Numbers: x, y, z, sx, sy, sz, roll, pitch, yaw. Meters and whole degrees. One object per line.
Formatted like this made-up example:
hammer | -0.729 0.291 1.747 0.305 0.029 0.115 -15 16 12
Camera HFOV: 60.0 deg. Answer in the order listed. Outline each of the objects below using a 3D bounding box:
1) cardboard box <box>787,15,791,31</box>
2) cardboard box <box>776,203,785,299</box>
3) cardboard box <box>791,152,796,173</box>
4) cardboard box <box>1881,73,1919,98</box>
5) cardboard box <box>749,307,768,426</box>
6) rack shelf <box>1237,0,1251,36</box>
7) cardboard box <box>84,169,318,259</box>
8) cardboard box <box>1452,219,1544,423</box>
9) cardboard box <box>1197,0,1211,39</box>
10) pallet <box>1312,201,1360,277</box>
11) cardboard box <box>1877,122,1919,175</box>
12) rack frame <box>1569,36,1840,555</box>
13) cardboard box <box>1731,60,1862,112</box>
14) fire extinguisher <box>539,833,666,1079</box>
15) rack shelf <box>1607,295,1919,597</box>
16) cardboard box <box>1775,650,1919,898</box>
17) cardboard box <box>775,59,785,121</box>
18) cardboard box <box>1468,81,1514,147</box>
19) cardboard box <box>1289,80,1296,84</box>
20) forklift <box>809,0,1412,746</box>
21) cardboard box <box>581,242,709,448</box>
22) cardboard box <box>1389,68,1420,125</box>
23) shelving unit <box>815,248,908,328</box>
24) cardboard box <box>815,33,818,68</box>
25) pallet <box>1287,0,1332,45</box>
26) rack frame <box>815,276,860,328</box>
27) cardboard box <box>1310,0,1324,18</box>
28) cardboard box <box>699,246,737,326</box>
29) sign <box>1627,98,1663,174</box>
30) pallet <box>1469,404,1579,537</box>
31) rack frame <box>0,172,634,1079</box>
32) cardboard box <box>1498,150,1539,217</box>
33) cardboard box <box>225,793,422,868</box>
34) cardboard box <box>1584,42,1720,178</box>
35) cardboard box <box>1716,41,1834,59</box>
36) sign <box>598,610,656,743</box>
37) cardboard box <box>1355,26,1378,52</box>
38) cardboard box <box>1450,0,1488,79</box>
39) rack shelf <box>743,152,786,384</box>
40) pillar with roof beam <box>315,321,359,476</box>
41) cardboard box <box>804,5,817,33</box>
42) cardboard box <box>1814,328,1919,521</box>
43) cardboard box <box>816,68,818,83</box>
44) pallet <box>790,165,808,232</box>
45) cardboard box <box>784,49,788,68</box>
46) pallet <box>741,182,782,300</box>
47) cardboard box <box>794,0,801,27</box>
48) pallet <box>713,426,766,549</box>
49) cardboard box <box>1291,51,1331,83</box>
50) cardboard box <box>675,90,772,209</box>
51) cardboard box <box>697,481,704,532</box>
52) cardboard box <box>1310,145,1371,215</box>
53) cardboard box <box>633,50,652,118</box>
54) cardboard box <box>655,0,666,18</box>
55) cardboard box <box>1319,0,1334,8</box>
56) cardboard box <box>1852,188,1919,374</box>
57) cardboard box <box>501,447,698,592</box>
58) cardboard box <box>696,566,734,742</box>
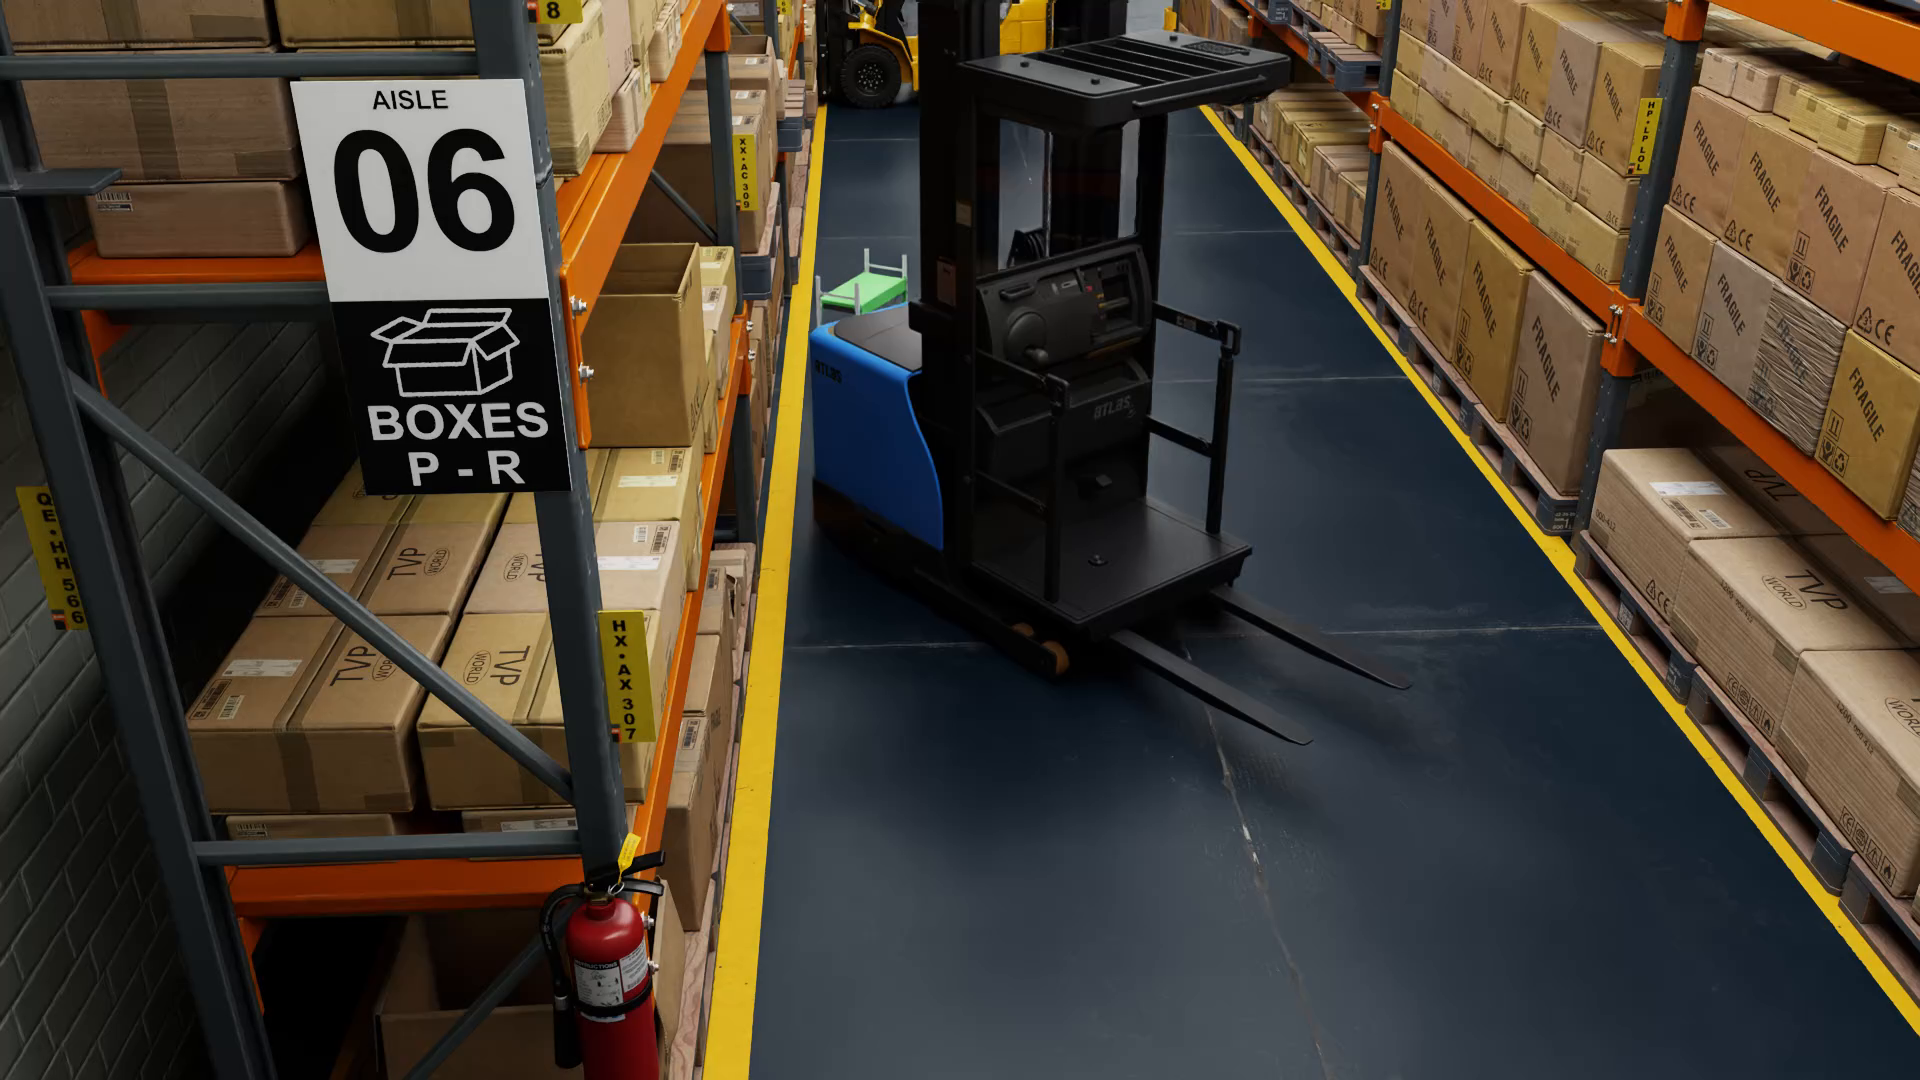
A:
cardboard box | -1.478 -3.845 12.001 0.500 0.250 0.500 -2 28 -4
cardboard box | -1.428 -1.894 10.887 0.500 0.500 0.500 -1 28 -1
cardboard box | -1.802 -3.387 13.615 0.875 0.625 0.625 -2 28 -3
cardboard box | 3.743 -1.681 6.339 0.380 0.149 0.250 -1 28 -3
cardboard box | -1.316 -0.942 9.061 0.500 0.500 0.500 -2 28 -4
rack shelf | 2.979 -5.580 16.482 1.077 0.370 4.000 -1 28 -3
cardboard box | -1.495 -0.672 3.324 0.380 0.149 0.250 -1 28 -1
cardboard box | 3.334 -1.226 9.200 0.875 0.875 0.875 -1 28 -1
cardboard box | 2.692 -5.258 16.797 0.500 0.500 0.500 -1 28 -2
pallet | 3.253 -2.252 12.340 1.003 0.211 1.213 -1 28 -3
cardboard box | 3.375 -1.315 5.637 0.380 0.149 0.250 -1 28 -3
rack frame | 3.501 -1.280 7.461 1.000 3.000 0.127 -1 28 -3
cardboard box | 3.288 -1.786 6.539 0.380 0.149 0.250 -1 28 -2
fire extinguisher | -0.778 0.945 3.682 0.296 0.674 0.183 -1 28 -3
rack shelf | 3.605 -0.038 5.857 1.077 0.370 4.000 -1 28 -3
cardboard box | 3.519 0.792 5.805 0.875 0.438 0.875 -1 28 -1
cardboard box | -1.286 -2.646 9.788 0.500 0.250 0.500 -3 28 -5
cardboard box | 3.125 -2.339 9.113 0.500 0.250 0.500 -1 28 -2
cardboard box | 3.322 -4.221 15.619 0.500 0.250 0.500 -3 28 -5
forklift | 0.595 -0.965 6.932 1.130 2.935 3.031 -21 34 -34
cardboard box | -1.080 -0.618 5.221 0.500 0.500 0.500 -1 28 -1
cardboard box | 3.066 -2.829 10.593 0.500 0.250 0.500 -2 28 -4
shelving unit | -0.489 -0.834 8.551 0.258 1.200 0.503 13 30 23
cardboard box | -1.634 -4.738 16.069 0.500 0.250 0.500 -2 28 -3
pallet | 3.148 -3.956 12.798 1.003 0.211 1.213 -1 28 -3
rack frame | -0.597 -0.733 8.358 0.240 1.200 0.015 13 30 23
cardboard box | 2.880 -4.062 12.612 0.380 0.149 0.250 -2 28 -4
cardboard box | -1.186 -0.995 6.755 0.500 0.250 0.500 -1 28 -1
sign | 2.959 -1.741 7.178 0.100 0.325 0.005 -1 28 -3
pallet | 3.385 -0.399 8.786 1.003 0.211 1.213 -1 28 -3
rack frame | -1.247 0.688 3.687 1.000 3.000 0.127 -1 28 -3
cardboard box | 3.193 -1.884 8.780 0.500 0.250 0.500 -2 28 -4
cardboard box | -1.532 0.653 4.026 0.380 0.149 0.250 -2 28 -3
cardboard box | 3.227 -1.968 7.591 0.500 0.500 0.500 -1 28 -1
cardboard box | 3.765 -1.978 7.610 0.500 0.500 0.500 -1 28 -2
sign | -0.705 0.291 3.512 0.100 0.325 0.005 -1 28 -3
cardboard box | 2.954 -3.470 11.478 0.380 0.149 0.250 -1 28 -2
cardboard box | 3.121 -2.914 9.403 0.500 0.500 0.500 -1 28 -1
rack shelf | -1.560 -1.764 9.166 1.077 0.370 4.000 -1 28 -3
pillar with roof beam | 1.980 -3.579 5.382 9.100 9.000 0.400 -1 28 -3
cardboard box | -1.640 -4.961 15.955 0.500 0.250 0.500 0 28 -1
cardboard box | 3.332 -0.402 5.668 0.500 0.500 0.500 -1 28 -1
cardboard box | -1.653 -4.523 16.197 0.500 0.250 0.500 -1 28 -2
pallet | -1.729 -2.713 13.223 1.003 0.211 1.213 -1 28 -3
cardboard box | -1.465 -3.383 11.654 0.500 0.250 0.500 -2 28 -4
pallet | -1.389 -1.445 7.985 1.003 0.211 1.213 -1 28 -3
cardboard box | -1.554 -4.328 13.467 0.500 0.250 0.500 -2 28 -3
pallet | -1.536 -0.297 8.592 1.003 0.211 1.213 -1 28 -3
cardboard box | 3.322 -4.553 15.445 0.500 0.500 0.500 0 28 0
cardboard box | -1.285 -1.857 8.005 0.700 0.500 0.500 -1 28 -2
cardboard box | -1.042 -0.076 5.424 0.380 0.149 0.250 -1 28 -1
cardboard box | 3.226 -2.751 12.667 0.950 0.372 0.625 -2 28 -4
cardboard box | -0.999 -1.161 4.260 0.380 0.149 0.250 -1 28 -3
cardboard box | -1.109 -1.628 4.724 0.500 0.250 0.500 -2 28 -3
cardboard box | 2.925 -4.165 12.108 0.500 0.500 0.500 -3 28 -6
cardboard box | 3.343 -0.839 5.426 0.500 0.500 0.500 -2 28 -3
cardboard box | -1.058 -0.060 4.962 0.500 0.250 0.500 -2 28 -4
cardboard box | -1.244 0.451 6.391 0.700 0.500 0.500 -2 28 -5
